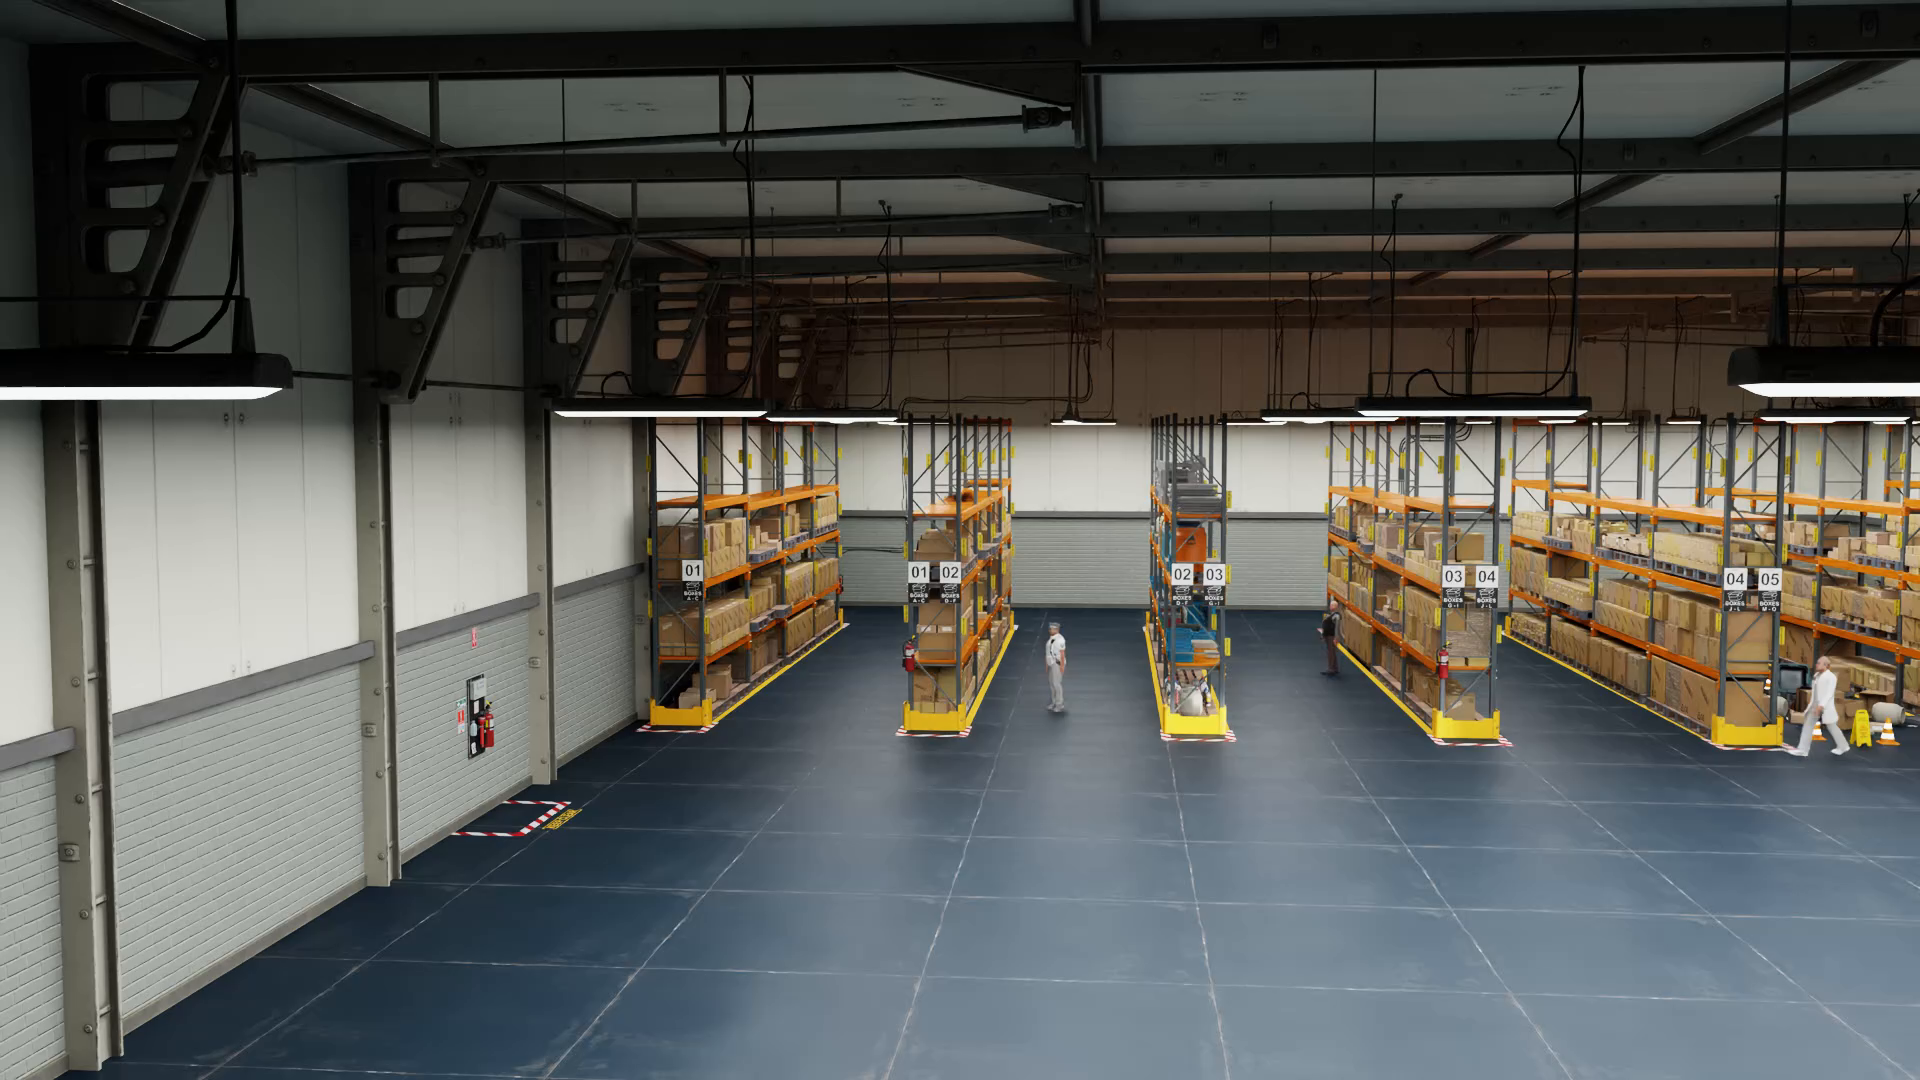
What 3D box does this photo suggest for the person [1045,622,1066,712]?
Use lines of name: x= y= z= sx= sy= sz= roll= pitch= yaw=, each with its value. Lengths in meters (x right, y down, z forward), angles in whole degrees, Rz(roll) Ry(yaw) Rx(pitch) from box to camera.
person: x=1.946 y=2.579 z=33.867 sx=0.406 sy=1.808 sz=0.656 roll=-1 pitch=4 yaw=-18

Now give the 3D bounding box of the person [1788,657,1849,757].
person: x=14.976 y=2.904 z=28.893 sx=1.121 sy=1.741 sz=0.532 roll=-2 pitch=4 yaw=-21

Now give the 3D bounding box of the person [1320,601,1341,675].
person: x=8.597 y=2.270 z=38.581 sx=0.449 sy=1.718 sz=0.532 roll=0 pitch=4 yaw=5
